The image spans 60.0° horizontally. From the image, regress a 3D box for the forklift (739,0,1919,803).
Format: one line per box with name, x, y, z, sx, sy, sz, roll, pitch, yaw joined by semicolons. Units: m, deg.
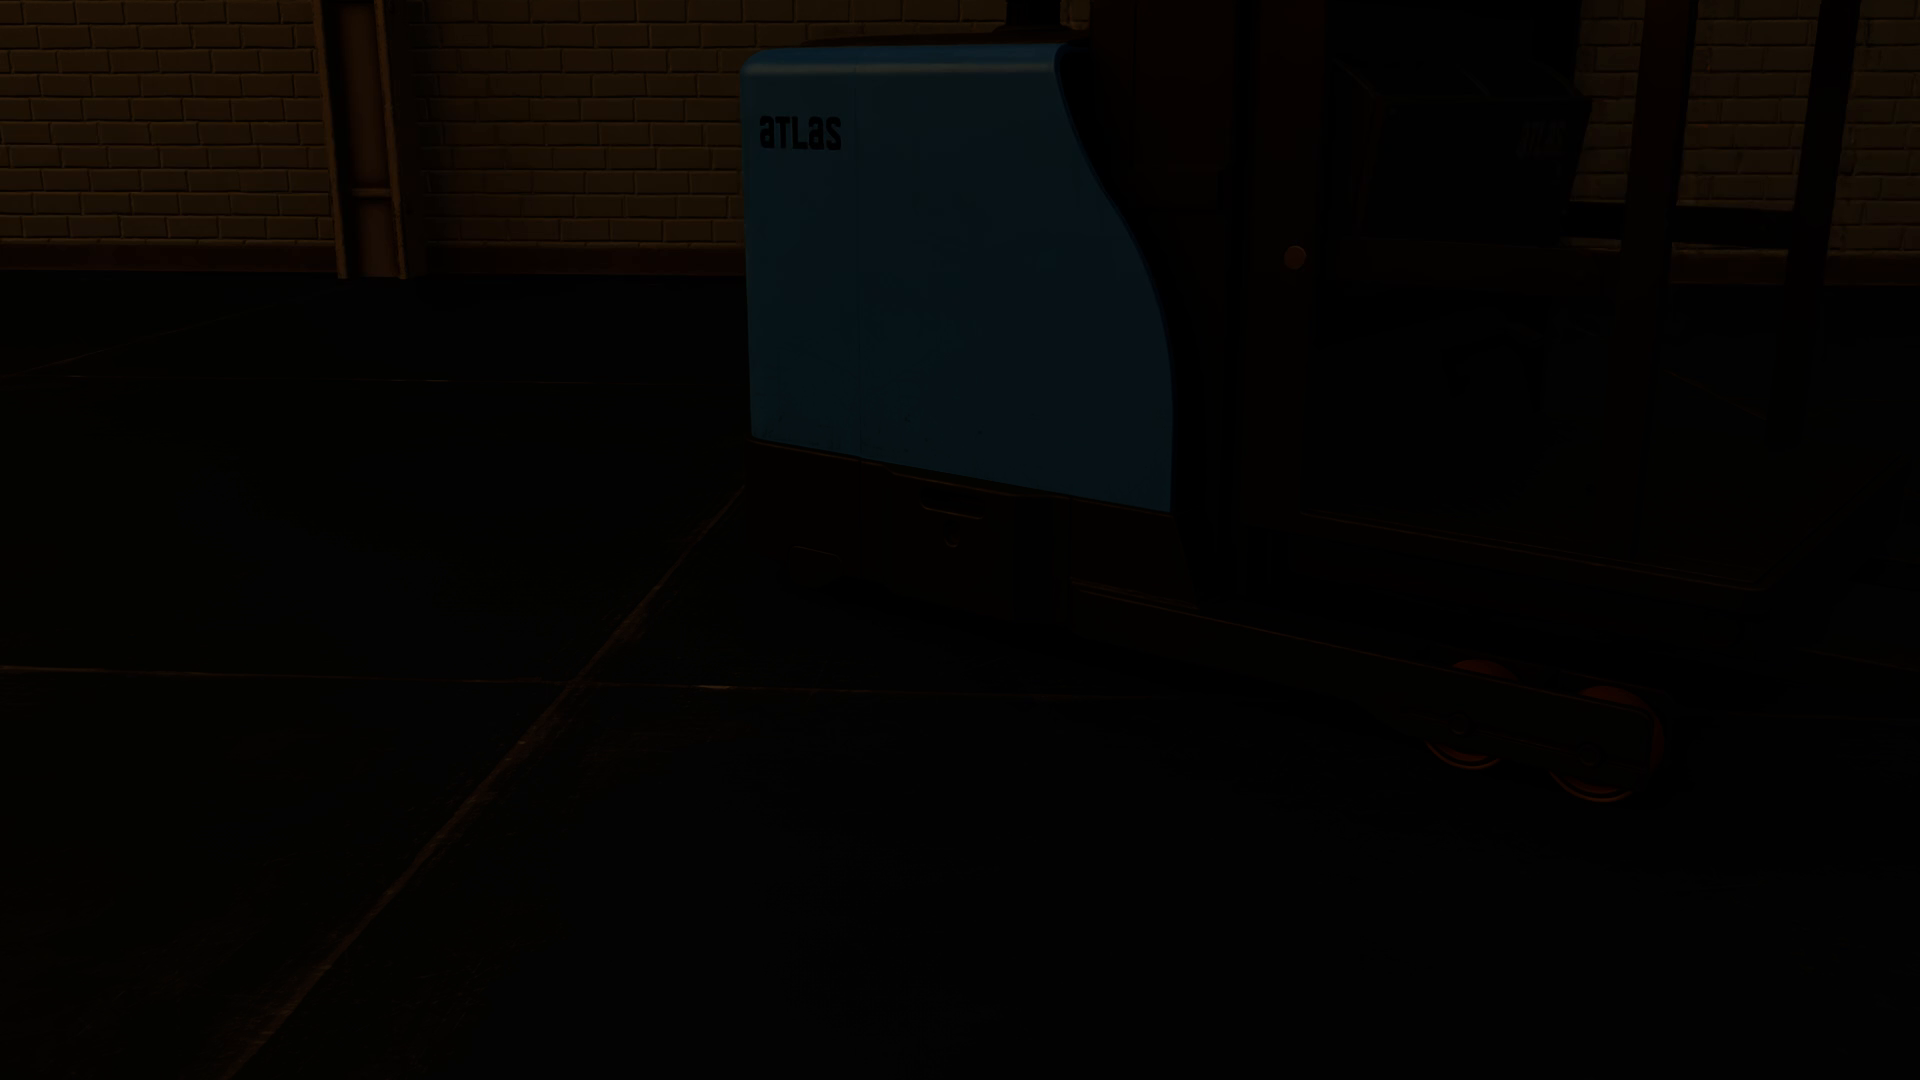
forklift;1.025;-1.190;2.604;3.031;2.935;1.130;12;19;37
